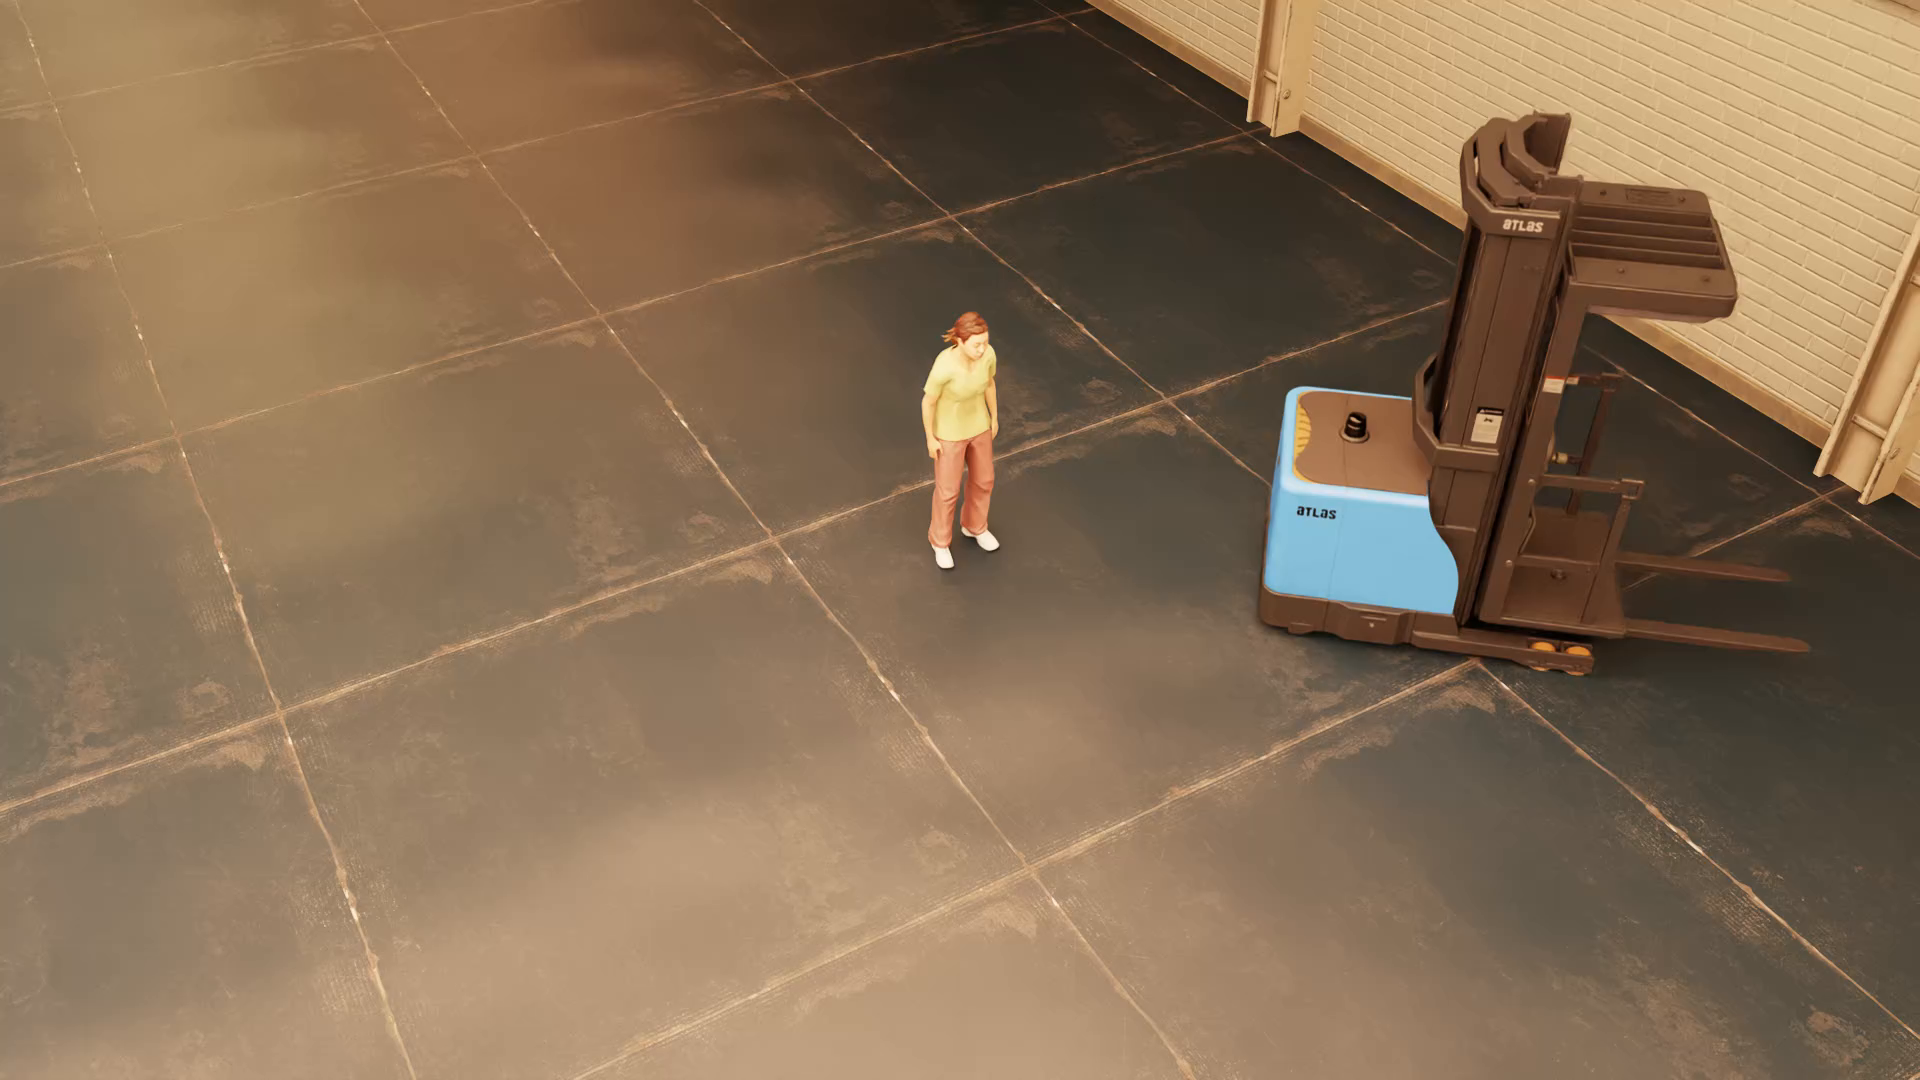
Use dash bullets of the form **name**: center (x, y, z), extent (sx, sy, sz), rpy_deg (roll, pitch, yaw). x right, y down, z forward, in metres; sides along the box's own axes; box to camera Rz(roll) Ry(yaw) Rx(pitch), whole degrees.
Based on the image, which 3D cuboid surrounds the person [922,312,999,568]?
- **person**: center (0.027, -0.617, 9.783), extent (0.501, 1.651, 0.361), rpy_deg (-22, 44, -24)

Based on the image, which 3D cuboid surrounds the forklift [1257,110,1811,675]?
- **forklift**: center (3.305, -0.733, 8.920), extent (3.031, 2.935, 1.130), rpy_deg (7, 40, 8)
